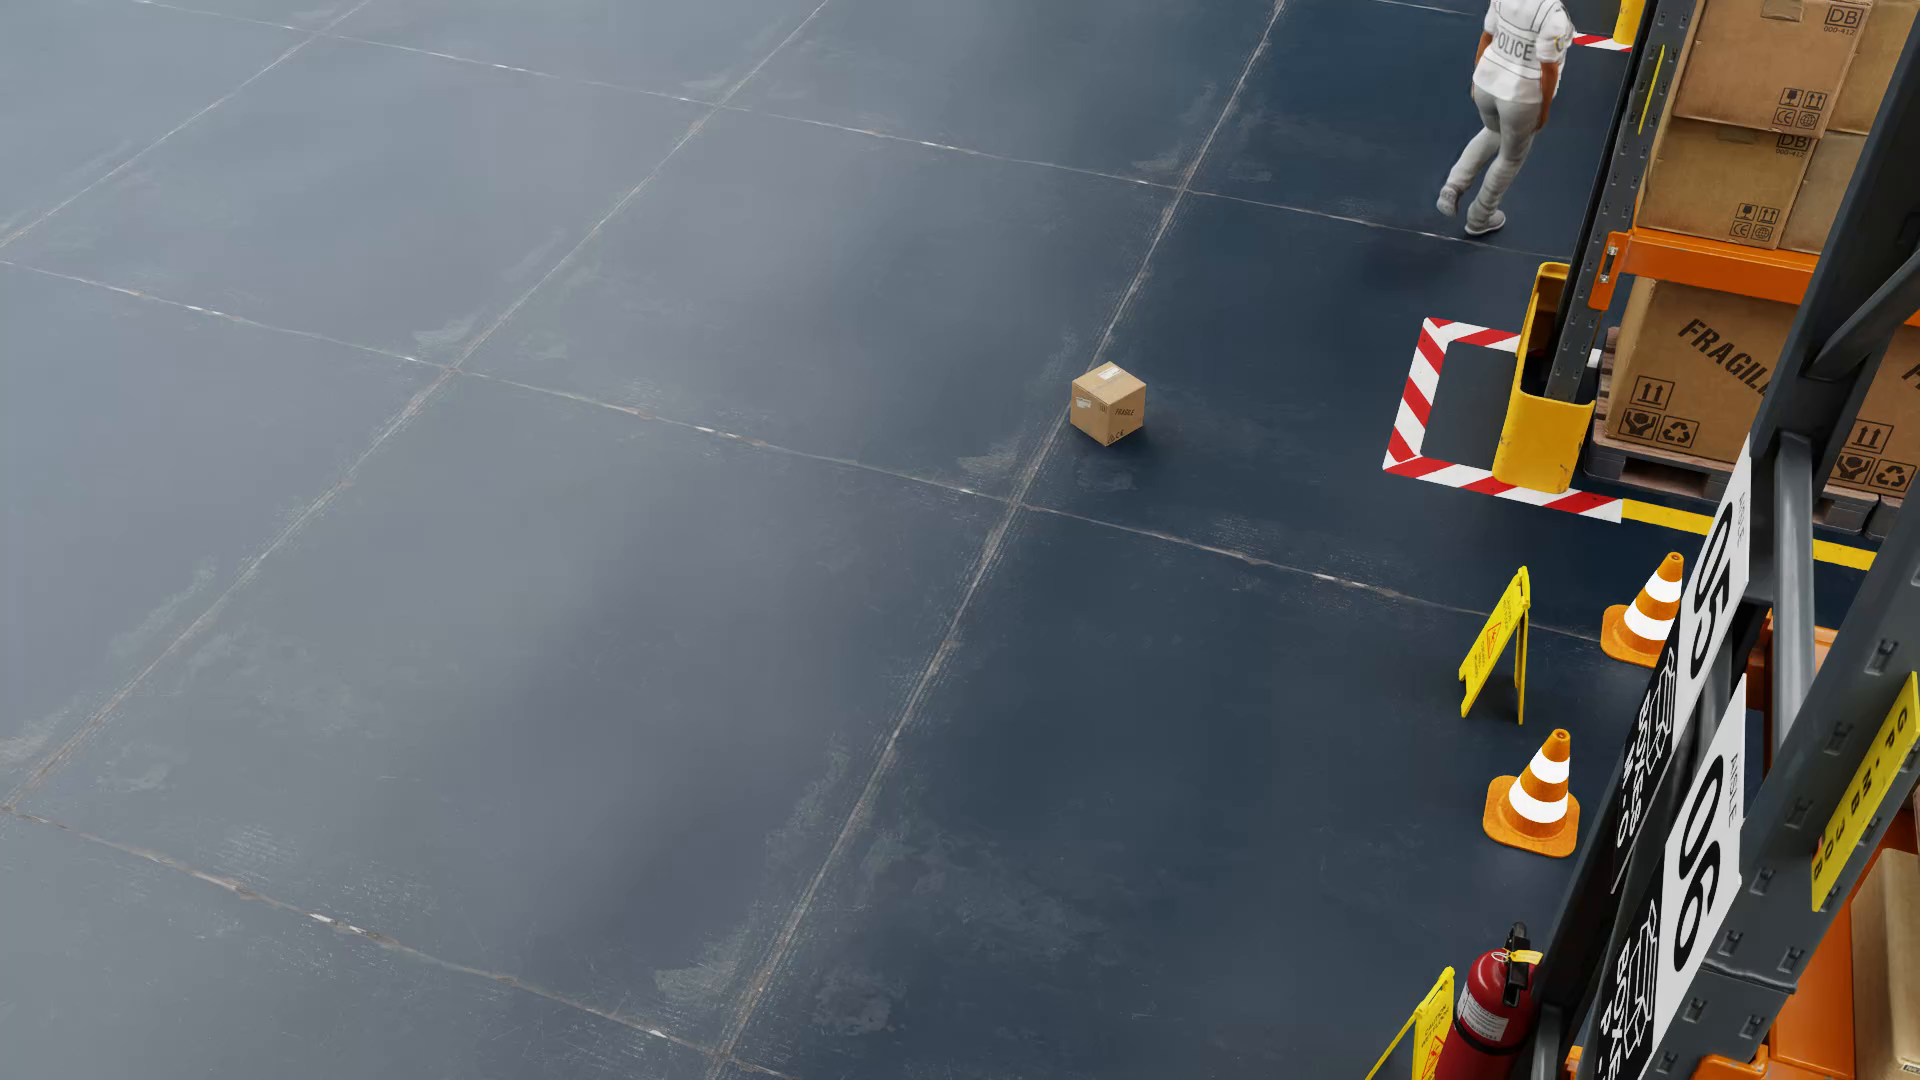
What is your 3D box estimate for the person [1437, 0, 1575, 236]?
[{"bbox_3d":[2.927,-2.362,8.767,0.472,1.657,0.515,-24,47,-24],"label":"person"}]
